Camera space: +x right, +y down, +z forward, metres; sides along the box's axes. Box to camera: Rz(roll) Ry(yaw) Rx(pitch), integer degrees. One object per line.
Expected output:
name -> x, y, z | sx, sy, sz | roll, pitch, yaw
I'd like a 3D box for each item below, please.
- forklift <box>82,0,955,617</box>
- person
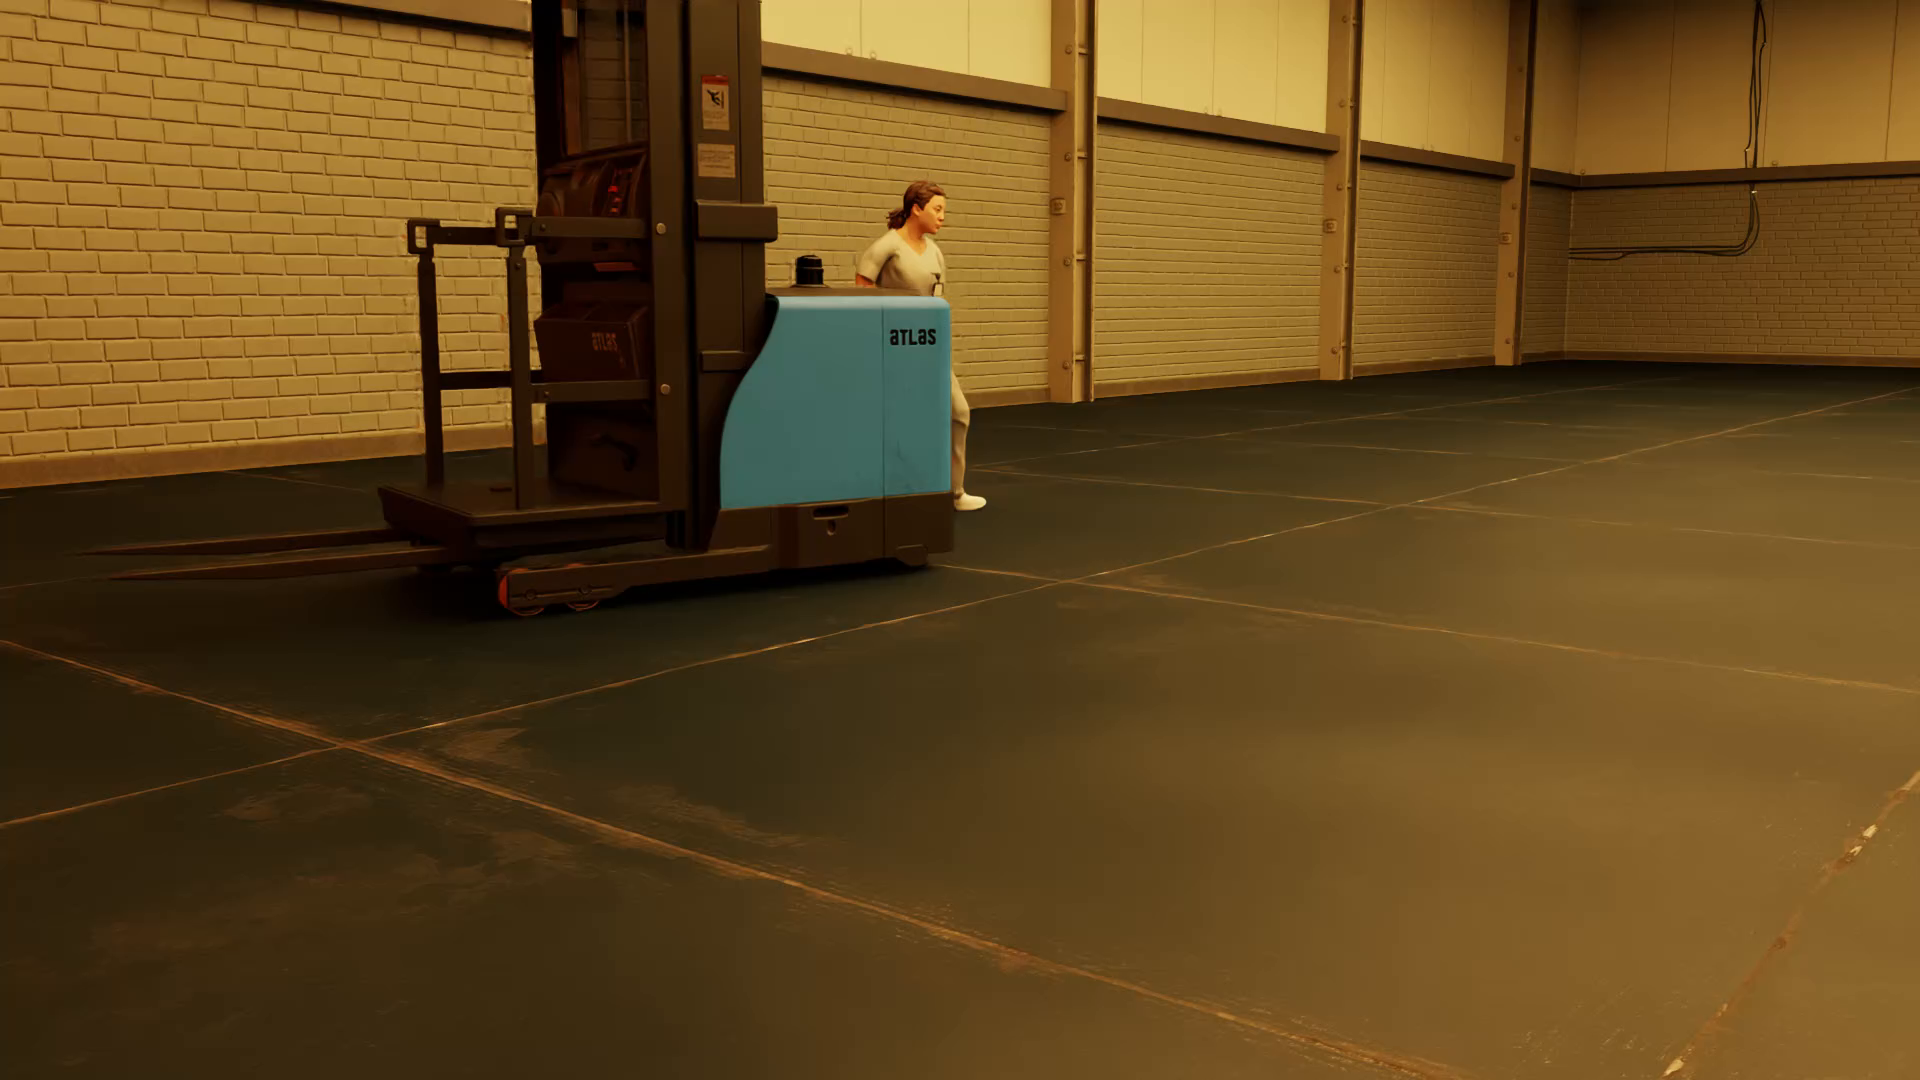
forklift -> -1.527, -1.277, 6.007 | 3.031, 2.935, 1.130 | -6, 10, -34
person -> -0.258, -0.926, 8.181 | 0.794, 1.645, 0.401 | -7, 11, -40
